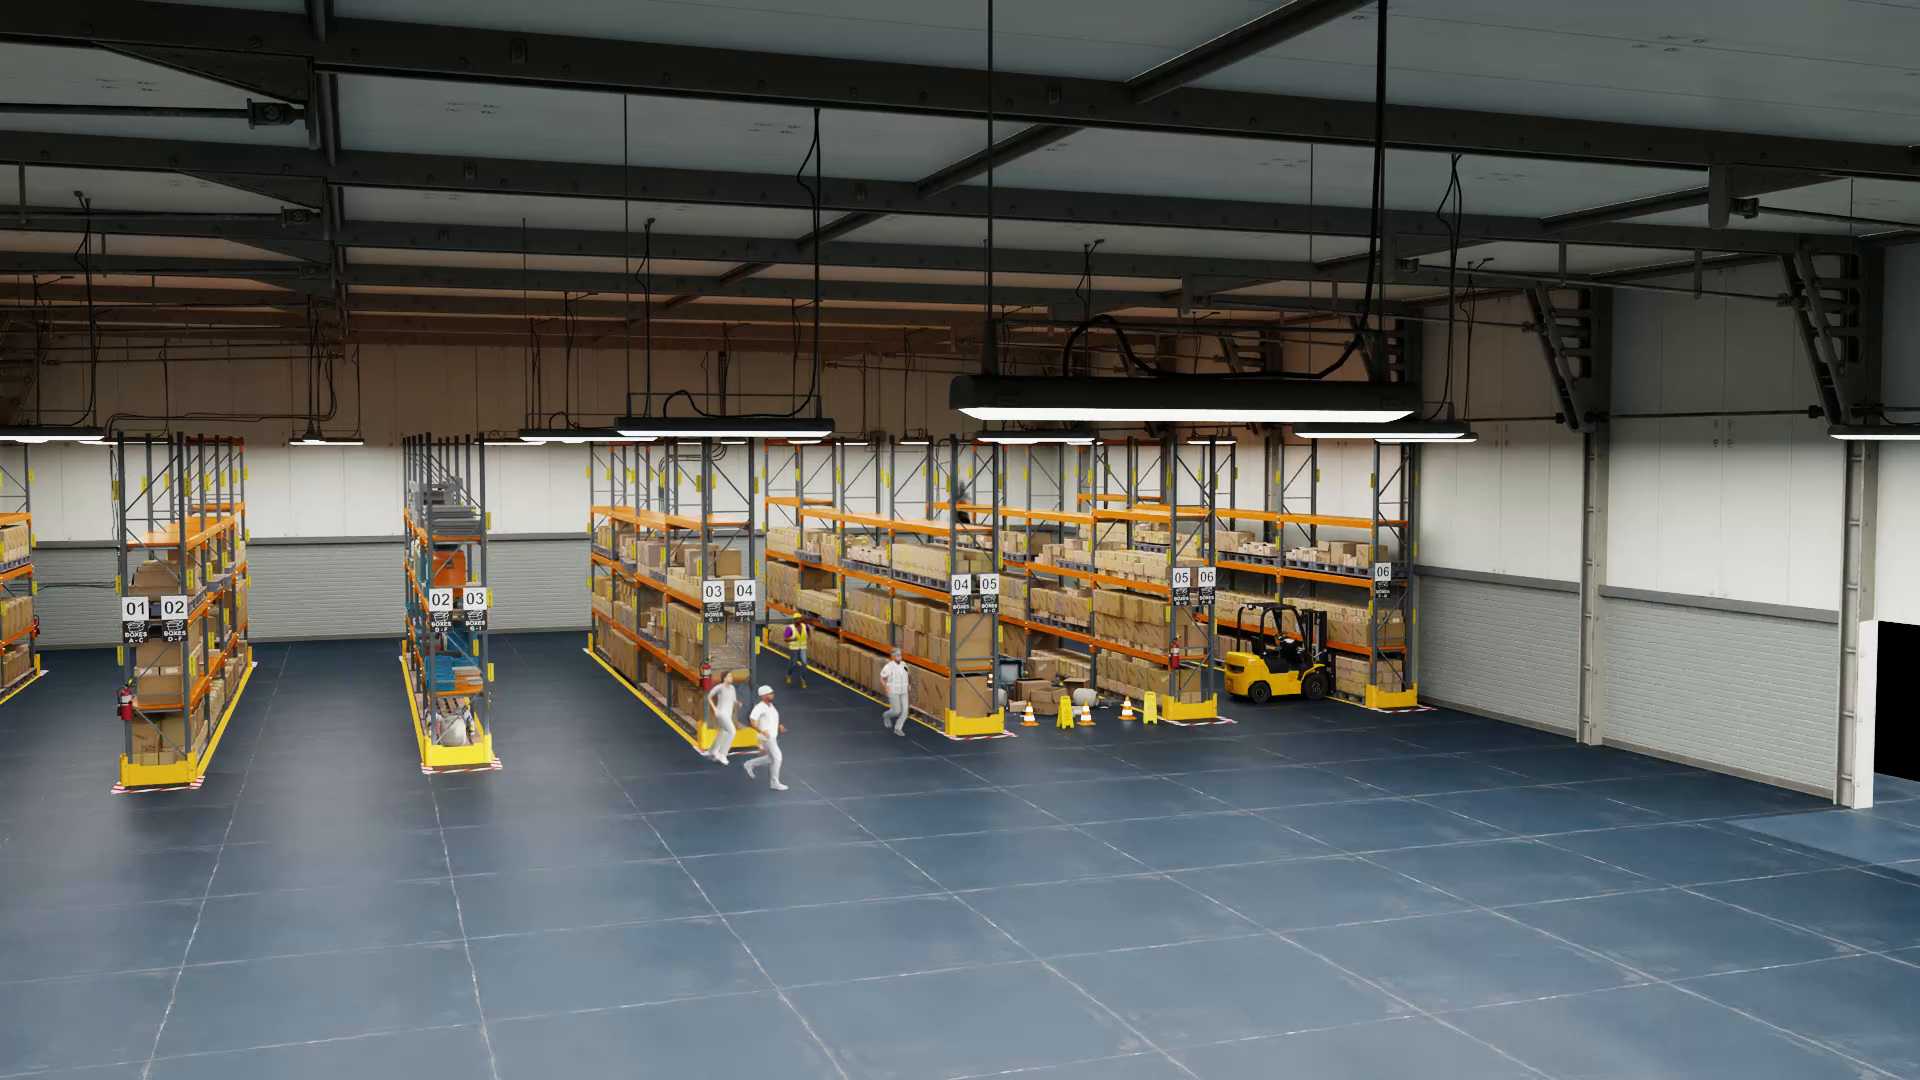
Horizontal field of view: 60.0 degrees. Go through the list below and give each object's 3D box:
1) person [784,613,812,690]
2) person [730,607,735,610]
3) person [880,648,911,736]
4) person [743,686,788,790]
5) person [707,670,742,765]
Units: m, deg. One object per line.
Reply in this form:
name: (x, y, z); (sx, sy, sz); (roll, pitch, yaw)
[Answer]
person: (-3.882, 2.637, 39.768); (0.710, 1.811, 0.913); (-1, 3, -20)
person: (-6.759, 2.213, 47.469); (0.733, 1.779, 0.898); (0, 3, 9)
person: (-1.259, 3.024, 33.231); (0.665, 1.741, 0.603); (-2, 4, -31)
person: (-3.260, 3.317, 27.914); (0.758, 1.745, 0.700); (1, 3, 9)
person: (-4.279, 3.215, 30.316); (0.681, 1.689, 0.549); (1, 3, 24)
